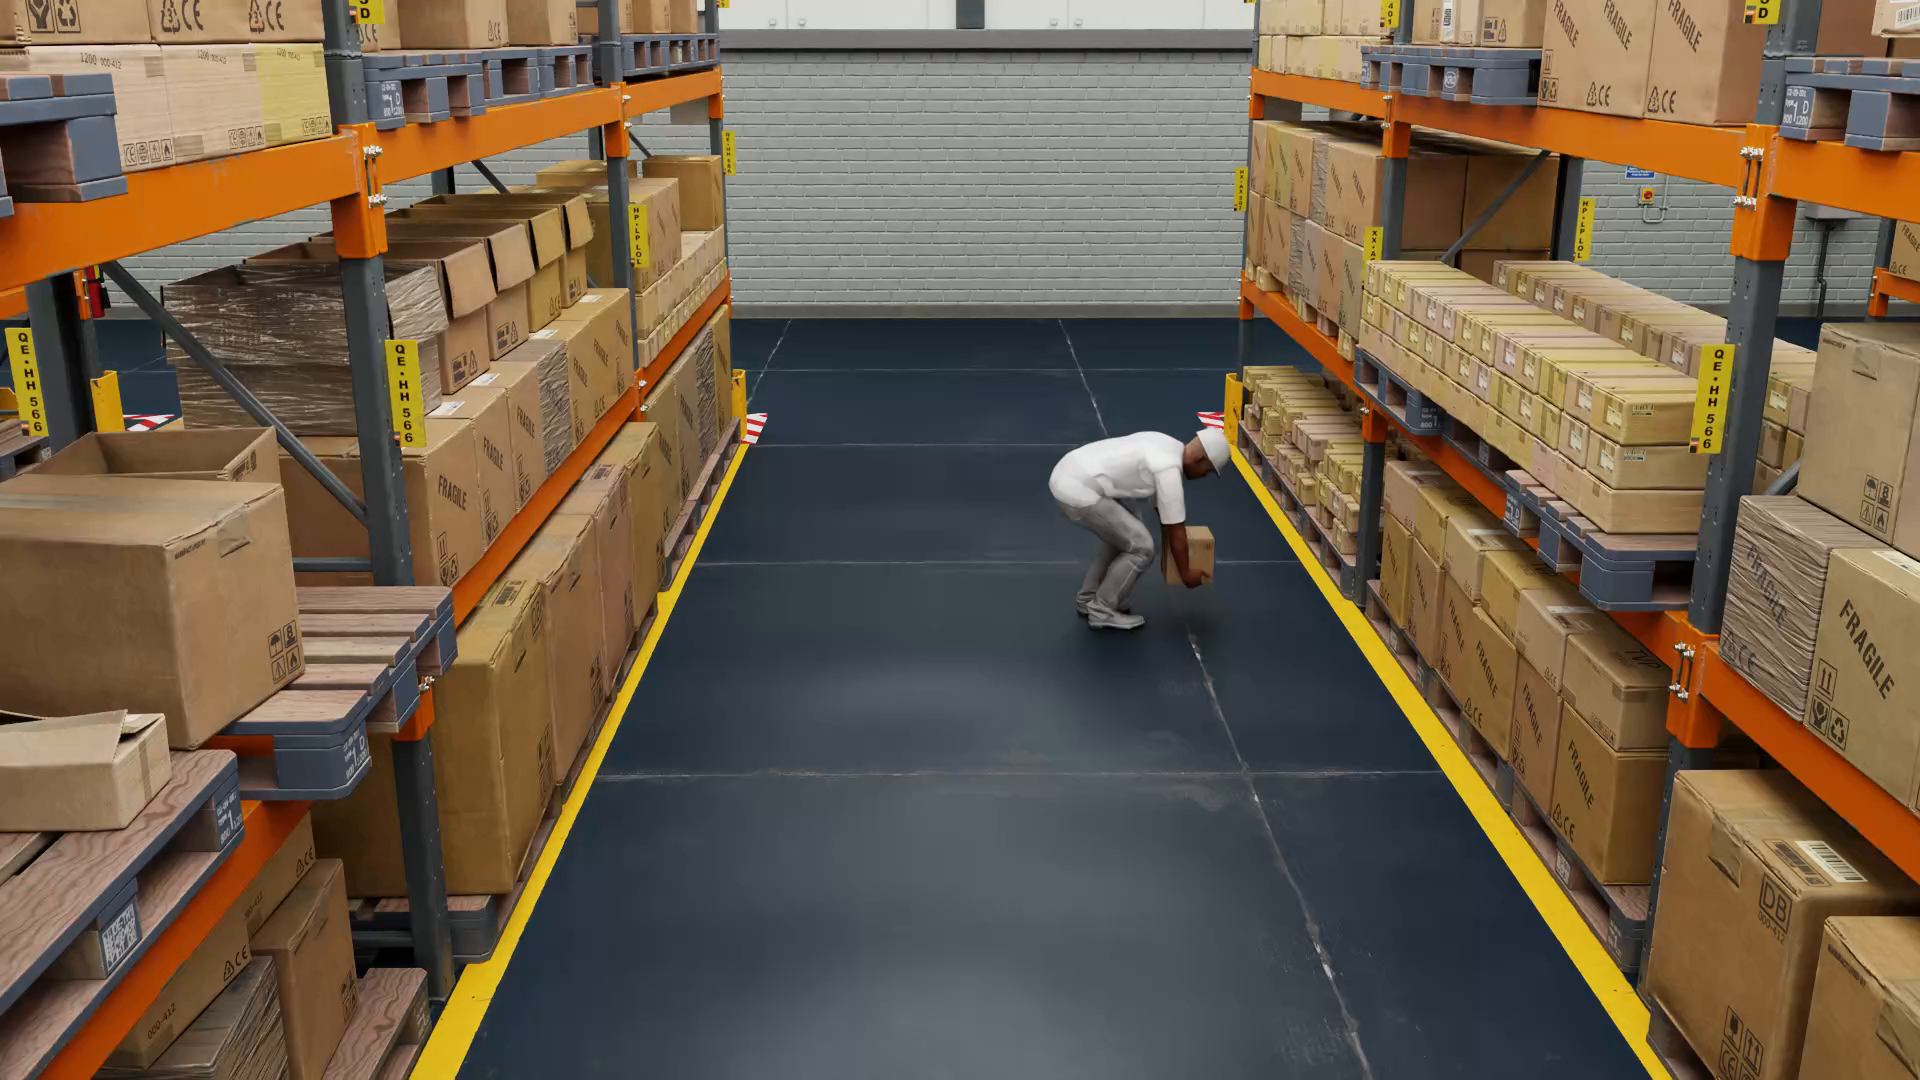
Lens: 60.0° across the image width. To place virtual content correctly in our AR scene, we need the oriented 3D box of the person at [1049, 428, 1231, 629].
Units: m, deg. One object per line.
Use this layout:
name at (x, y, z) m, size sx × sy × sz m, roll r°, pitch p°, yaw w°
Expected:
person at (0.962, -0.078, 8.967) m, size 0.965 × 1.059 × 0.512 m, roll -1°, pitch 17°, yaw -3°
